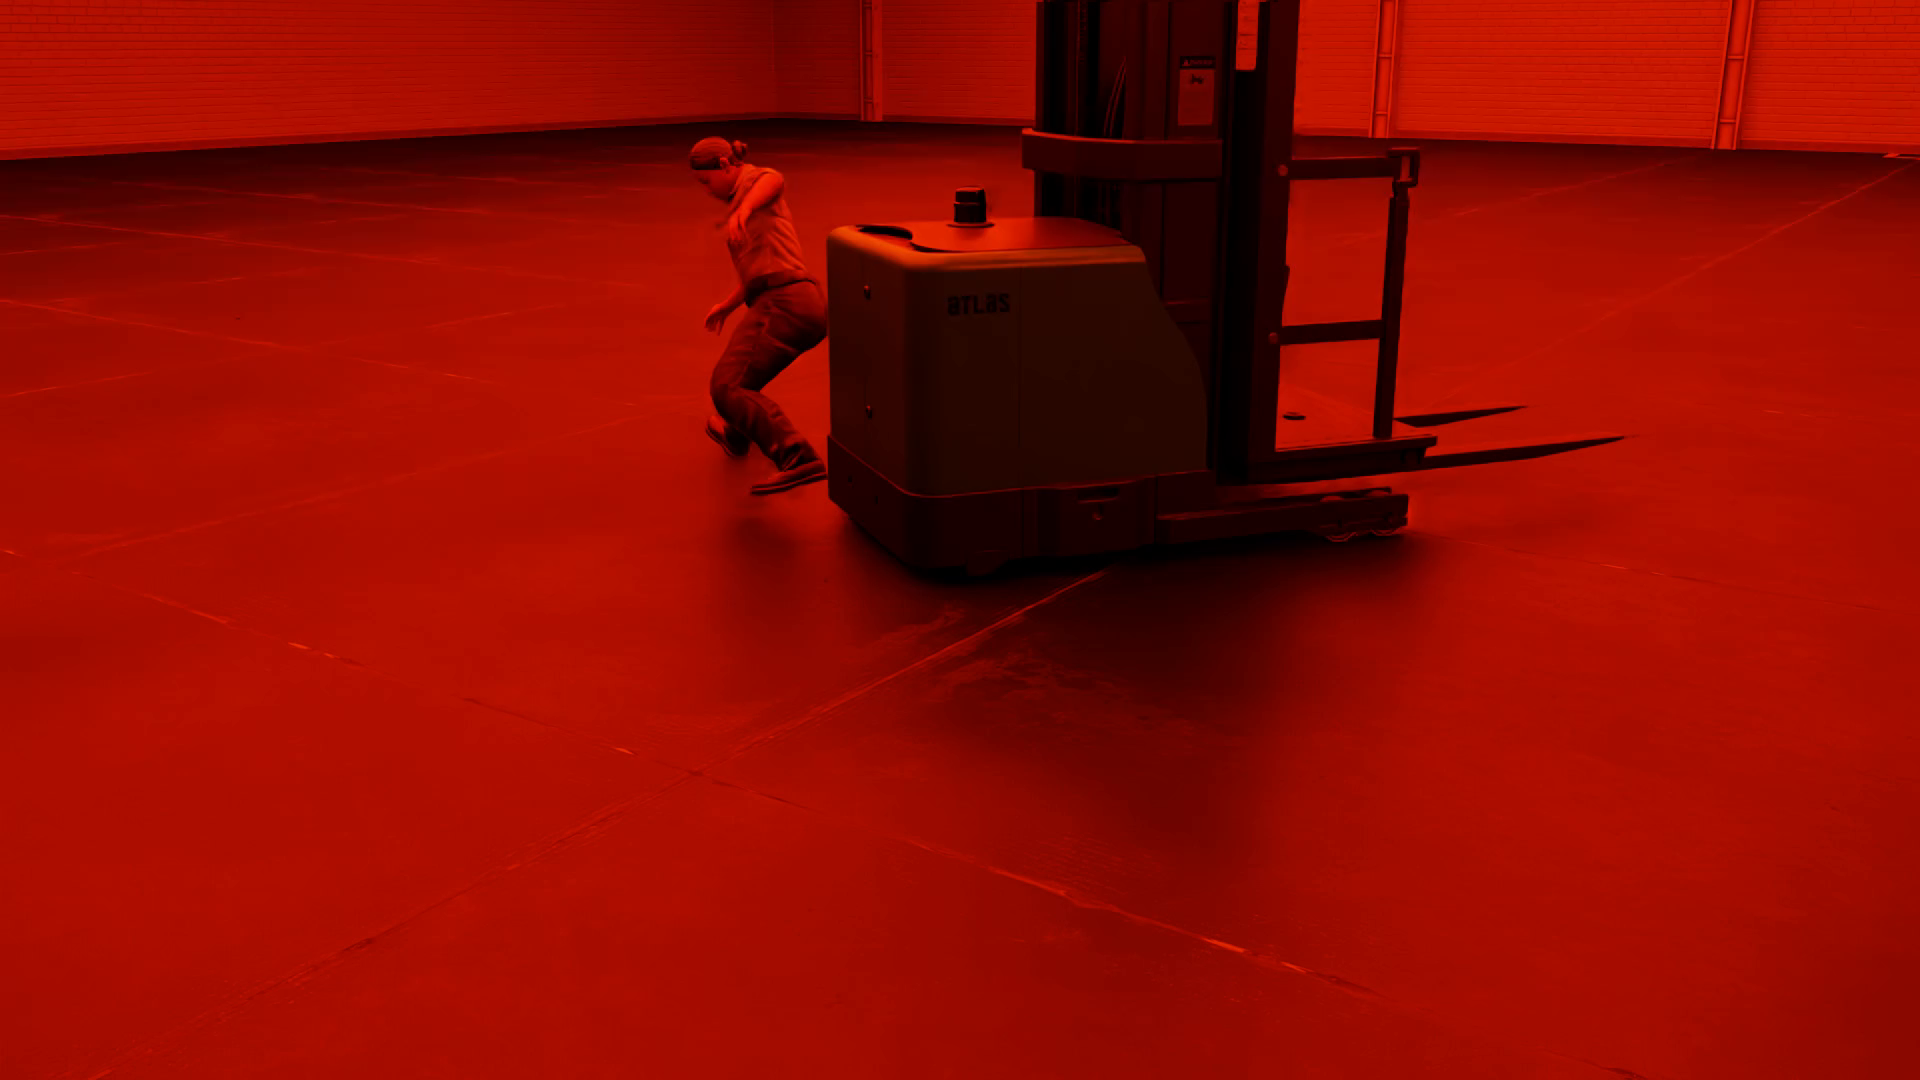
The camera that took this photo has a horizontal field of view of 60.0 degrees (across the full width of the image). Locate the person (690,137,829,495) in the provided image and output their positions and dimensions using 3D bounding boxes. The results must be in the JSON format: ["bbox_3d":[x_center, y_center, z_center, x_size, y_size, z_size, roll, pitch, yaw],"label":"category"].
[{"bbox_3d":[-0.815,-0.887,6.578,0.704,1.363,1.150,2,17,6],"label":"person"}]

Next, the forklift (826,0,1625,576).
[{"bbox_3d":[1.078,-1.531,5.951,3.031,2.935,1.130,-6,18,-20],"label":"forklift"}]
